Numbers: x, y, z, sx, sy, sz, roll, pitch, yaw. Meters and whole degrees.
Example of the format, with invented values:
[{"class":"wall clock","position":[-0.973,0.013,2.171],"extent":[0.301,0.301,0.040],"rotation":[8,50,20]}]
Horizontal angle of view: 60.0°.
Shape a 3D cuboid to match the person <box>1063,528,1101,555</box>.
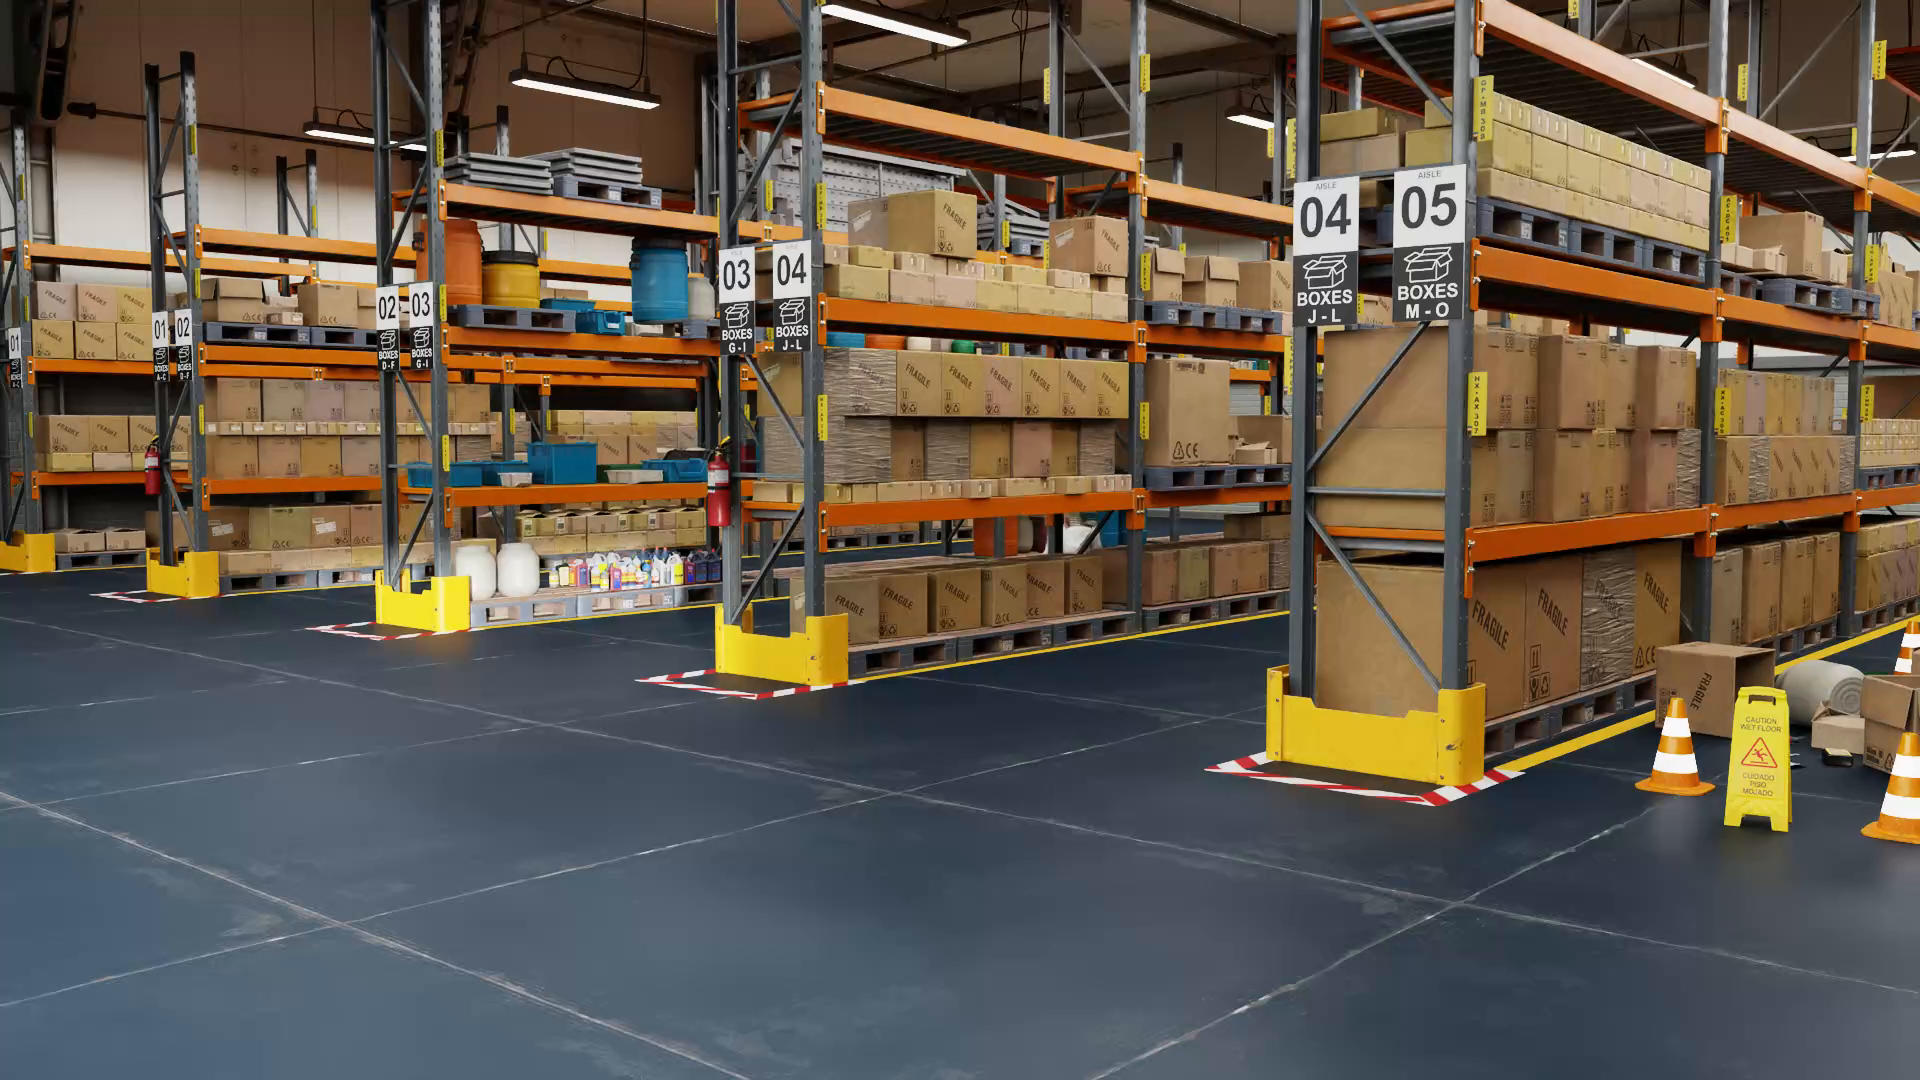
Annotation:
[{"class":"person","position":[1.224,0.300,17.416],"extent":[0.519,0.830,0.866],"rotation":[3,5,41]}]
